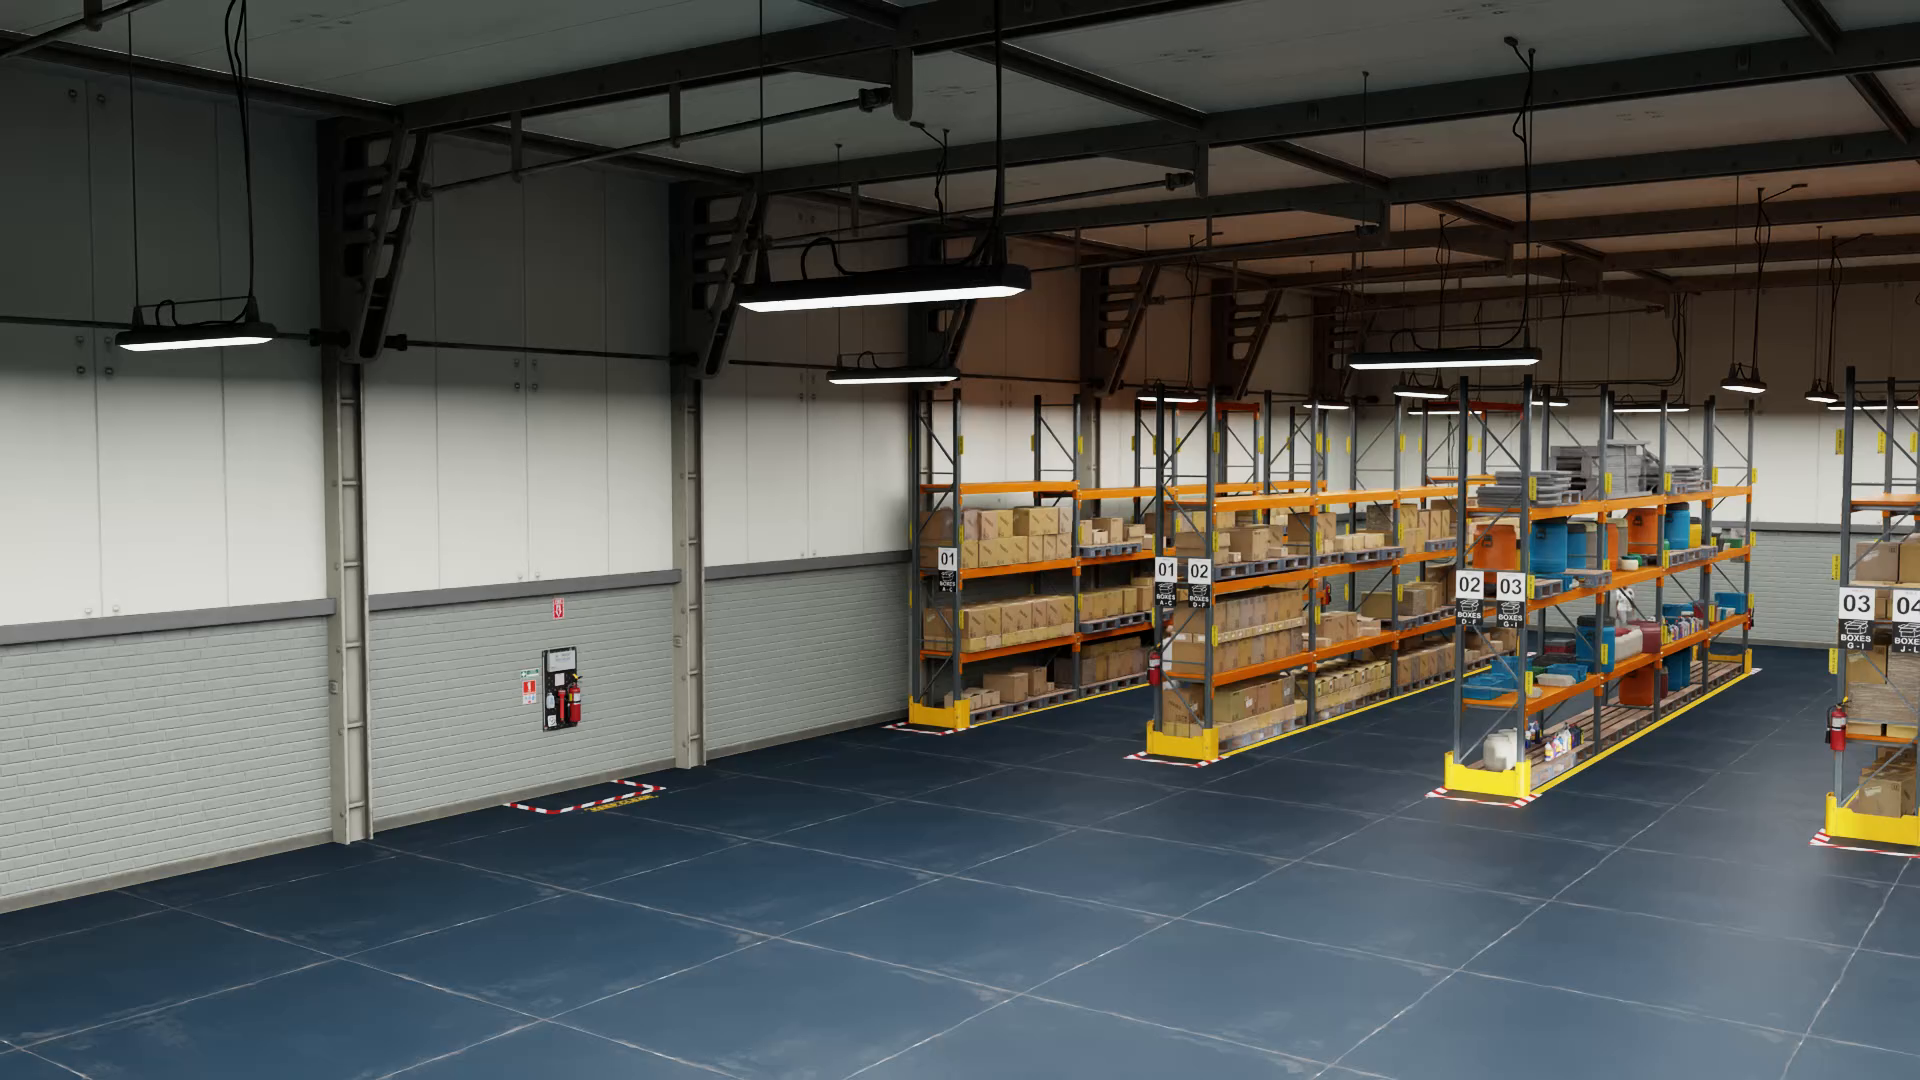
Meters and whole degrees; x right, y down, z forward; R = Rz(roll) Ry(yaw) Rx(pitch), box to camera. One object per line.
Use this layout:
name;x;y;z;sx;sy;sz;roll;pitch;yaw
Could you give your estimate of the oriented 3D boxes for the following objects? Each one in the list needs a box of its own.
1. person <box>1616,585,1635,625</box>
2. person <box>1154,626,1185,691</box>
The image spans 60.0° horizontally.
person;16.652;1.776;41.713;0.449;1.664;0.673;-1;3;-16
person;3.729;2.432;29.687;0.632;1.808;0.468;1;3;12
